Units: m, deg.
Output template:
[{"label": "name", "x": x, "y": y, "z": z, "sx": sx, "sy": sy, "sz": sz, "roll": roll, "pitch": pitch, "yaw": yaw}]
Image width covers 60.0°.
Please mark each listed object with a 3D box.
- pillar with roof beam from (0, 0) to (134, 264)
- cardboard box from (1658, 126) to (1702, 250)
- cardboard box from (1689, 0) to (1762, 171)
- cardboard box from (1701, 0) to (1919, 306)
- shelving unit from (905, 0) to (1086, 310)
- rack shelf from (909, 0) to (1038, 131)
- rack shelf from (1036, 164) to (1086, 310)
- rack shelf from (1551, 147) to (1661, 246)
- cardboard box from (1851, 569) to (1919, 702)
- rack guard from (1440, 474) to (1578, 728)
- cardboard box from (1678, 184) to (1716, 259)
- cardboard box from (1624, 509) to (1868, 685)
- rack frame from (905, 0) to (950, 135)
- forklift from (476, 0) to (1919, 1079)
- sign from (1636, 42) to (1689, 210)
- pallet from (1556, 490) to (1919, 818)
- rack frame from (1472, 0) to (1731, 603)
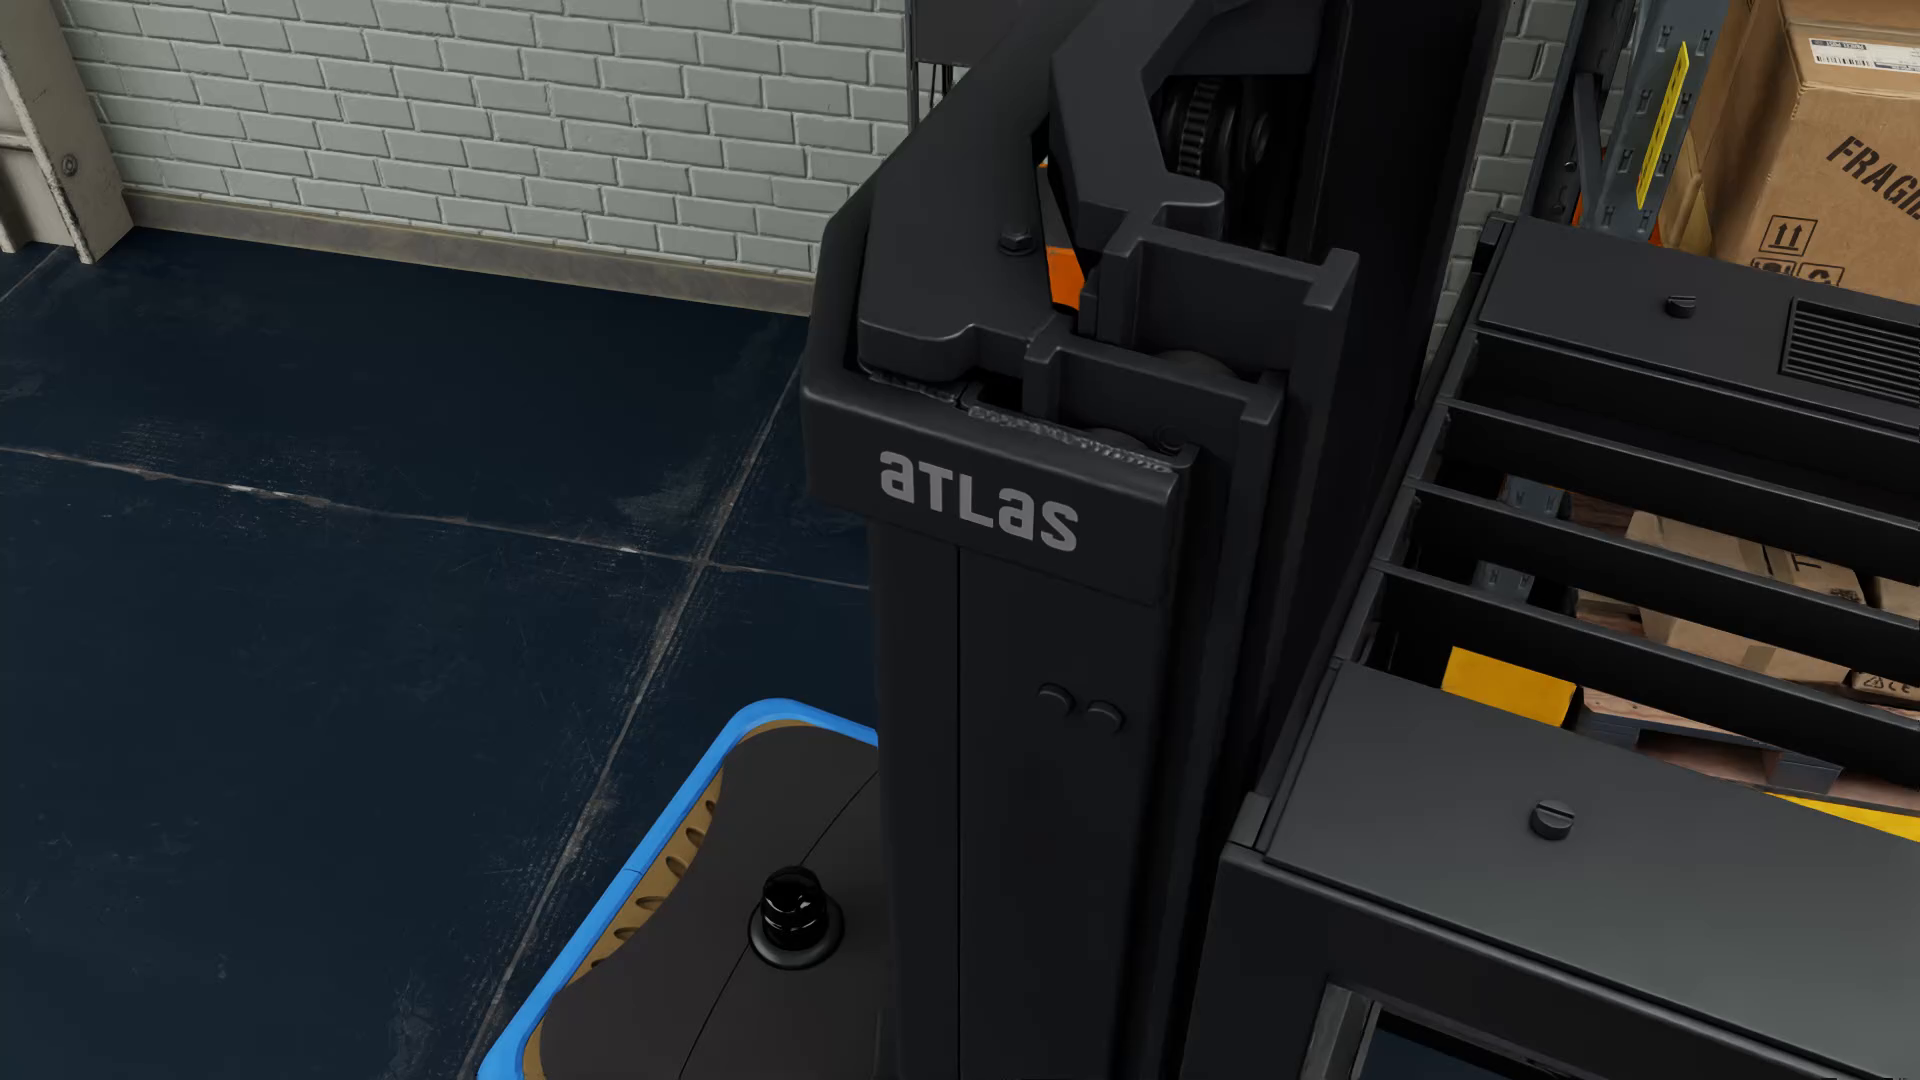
[{"label": "pillar with roof beam", "x": -4.406, "y": -1.515, "z": 0.335, "sx": 0.400, "sy": 9.000, "sz": 9.100, "roll": 9, "pitch": 45, "yaw": 9}, {"label": "cardboard box", "x": 2.016, "y": -0.893, "z": 4.108, "sx": 0.500, "sy": 0.250, "sz": 0.500, "roll": 9, "pitch": 45, "yaw": 10}, {"label": "cardboard box", "x": 2.024, "y": -1.175, "z": 3.861, "sx": 0.500, "sy": 0.500, "sz": 0.500, "roll": 8, "pitch": 45, "yaw": 9}, {"label": "cardboard box", "x": 1.918, "y": -0.827, "z": 3.499, "sx": 0.500, "sy": 0.500, "sz": 0.500, "roll": 9, "pitch": 45, "yaw": 9}, {"label": "shelving unit", "x": 0.162, "y": -0.731, "z": 4.496, "sx": 0.503, "sy": 2.100, "sz": 0.431, "roll": 9, "pitch": 45, "yaw": 9}, {"label": "rack shelf", "x": 0.162, "y": -1.226, "z": 4.020, "sx": 0.480, "sy": 0.518, "sz": 0.431, "roll": 9, "pitch": 45, "yaw": 9}, {"label": "rack shelf", "x": 0.162, "y": -0.722, "z": 4.505, "sx": 0.480, "sy": 0.518, "sz": 0.431, "roll": 9, "pitch": 45, "yaw": 9}, {"label": "rack shelf", "x": 3.469, "y": -0.317, "z": 3.935, "sx": 4.000, "sy": 0.370, "sz": 1.077, "roll": 9, "pitch": 45, "yaw": 9}, {"label": "cardboard box", "x": 2.730, "y": 0.183, "z": 4.519, "sx": 0.500, "sy": 0.311, "sz": 0.500, "roll": 12, "pitch": 45, "yaw": 12}, {"label": "rack guard", "x": 1.592, "y": 0.033, "z": 4.855, "sx": 0.348, "sy": 0.500, "sz": 1.175, "roll": 9, "pitch": 45, "yaw": 9}, {"label": "cardboard box", "x": 1.925, "y": -0.544, "z": 3.746, "sx": 0.500, "sy": 0.250, "sz": 0.500, "roll": 8, "pitch": 44, "yaw": 8}, {"label": "cardboard box", "x": 2.173, "y": 0.097, "z": 4.608, "sx": 0.500, "sy": 0.311, "sz": 0.500, "roll": 4, "pitch": 44, "yaw": 4}, {"label": "rack frame", "x": -0.077, "y": -0.768, "z": 4.534, "sx": 0.015, "sy": 2.100, "sz": 0.400, "roll": 9, "pitch": 45, "yaw": 9}, {"label": "forklift", "x": 0.724, "y": 0.751, "z": 2.356, "sx": 3.031, "sy": 2.935, "sz": 1.130, "roll": 18, "pitch": 47, "yaw": 18}, {"label": "sign", "x": 1.399, "y": -0.824, "z": 3.319, "sx": 0.005, "sy": 0.325, "sz": 0.100, "roll": 9, "pitch": 45, "yaw": 9}, {"label": "pallet", "x": 2.377, "y": 0.284, "z": 4.803, "sx": 1.213, "sy": 0.211, "sz": 1.003, "roll": 9, "pitch": 45, "yaw": 9}, {"label": "rack frame", "x": 1.518, "y": -0.879, "z": 4.000, "sx": 0.127, "sy": 3.000, "sz": 1.000, "roll": 9, "pitch": 45, "yaw": 9}]
